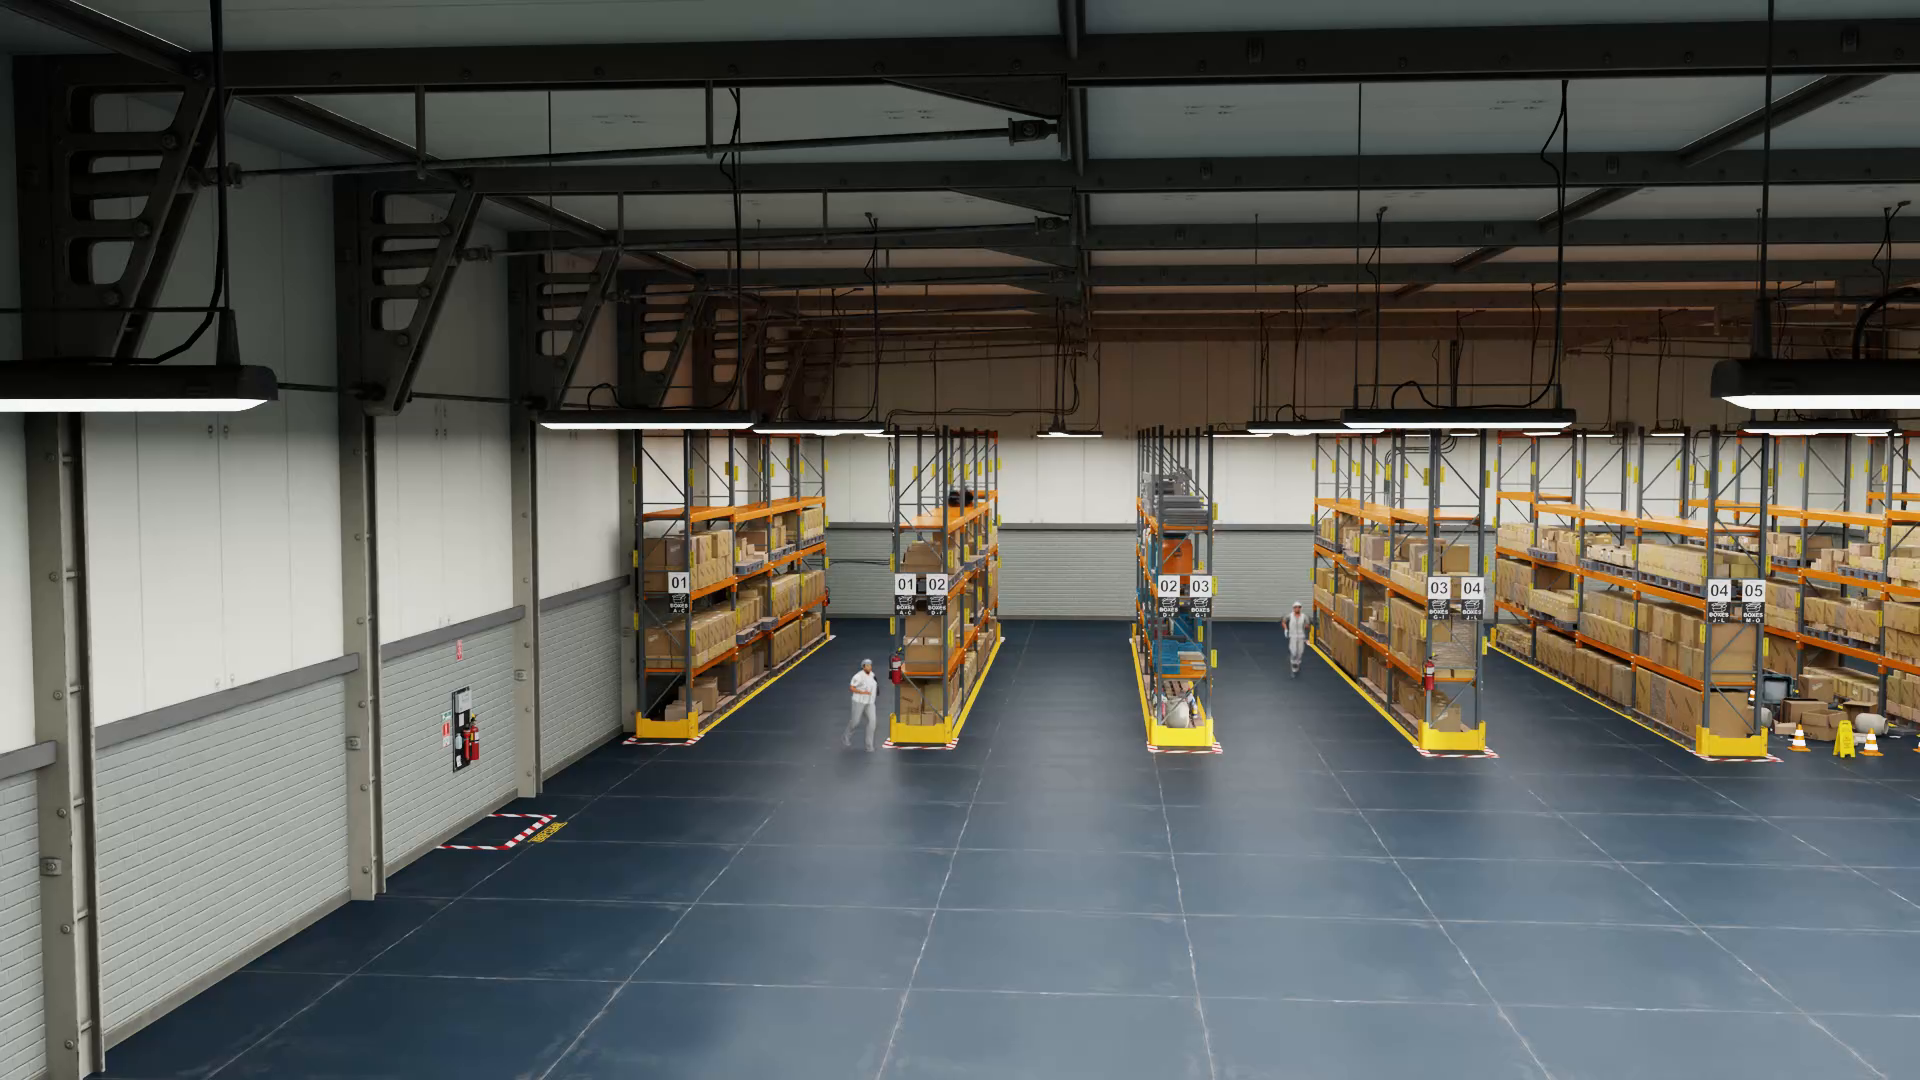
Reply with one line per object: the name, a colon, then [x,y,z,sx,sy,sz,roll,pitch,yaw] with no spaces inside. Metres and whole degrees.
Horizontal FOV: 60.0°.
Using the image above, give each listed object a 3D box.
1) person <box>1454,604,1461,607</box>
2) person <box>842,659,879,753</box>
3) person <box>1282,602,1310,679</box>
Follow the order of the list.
person: [13.815,2.128,46.954,0.465,1.571,0.839,-2,4,-31]
person: [-1.790,3.050,30.815,0.636,1.708,0.833,-3,4,-39]
person: [8.133,2.415,40.157,0.630,1.843,0.736,0,3,1]
